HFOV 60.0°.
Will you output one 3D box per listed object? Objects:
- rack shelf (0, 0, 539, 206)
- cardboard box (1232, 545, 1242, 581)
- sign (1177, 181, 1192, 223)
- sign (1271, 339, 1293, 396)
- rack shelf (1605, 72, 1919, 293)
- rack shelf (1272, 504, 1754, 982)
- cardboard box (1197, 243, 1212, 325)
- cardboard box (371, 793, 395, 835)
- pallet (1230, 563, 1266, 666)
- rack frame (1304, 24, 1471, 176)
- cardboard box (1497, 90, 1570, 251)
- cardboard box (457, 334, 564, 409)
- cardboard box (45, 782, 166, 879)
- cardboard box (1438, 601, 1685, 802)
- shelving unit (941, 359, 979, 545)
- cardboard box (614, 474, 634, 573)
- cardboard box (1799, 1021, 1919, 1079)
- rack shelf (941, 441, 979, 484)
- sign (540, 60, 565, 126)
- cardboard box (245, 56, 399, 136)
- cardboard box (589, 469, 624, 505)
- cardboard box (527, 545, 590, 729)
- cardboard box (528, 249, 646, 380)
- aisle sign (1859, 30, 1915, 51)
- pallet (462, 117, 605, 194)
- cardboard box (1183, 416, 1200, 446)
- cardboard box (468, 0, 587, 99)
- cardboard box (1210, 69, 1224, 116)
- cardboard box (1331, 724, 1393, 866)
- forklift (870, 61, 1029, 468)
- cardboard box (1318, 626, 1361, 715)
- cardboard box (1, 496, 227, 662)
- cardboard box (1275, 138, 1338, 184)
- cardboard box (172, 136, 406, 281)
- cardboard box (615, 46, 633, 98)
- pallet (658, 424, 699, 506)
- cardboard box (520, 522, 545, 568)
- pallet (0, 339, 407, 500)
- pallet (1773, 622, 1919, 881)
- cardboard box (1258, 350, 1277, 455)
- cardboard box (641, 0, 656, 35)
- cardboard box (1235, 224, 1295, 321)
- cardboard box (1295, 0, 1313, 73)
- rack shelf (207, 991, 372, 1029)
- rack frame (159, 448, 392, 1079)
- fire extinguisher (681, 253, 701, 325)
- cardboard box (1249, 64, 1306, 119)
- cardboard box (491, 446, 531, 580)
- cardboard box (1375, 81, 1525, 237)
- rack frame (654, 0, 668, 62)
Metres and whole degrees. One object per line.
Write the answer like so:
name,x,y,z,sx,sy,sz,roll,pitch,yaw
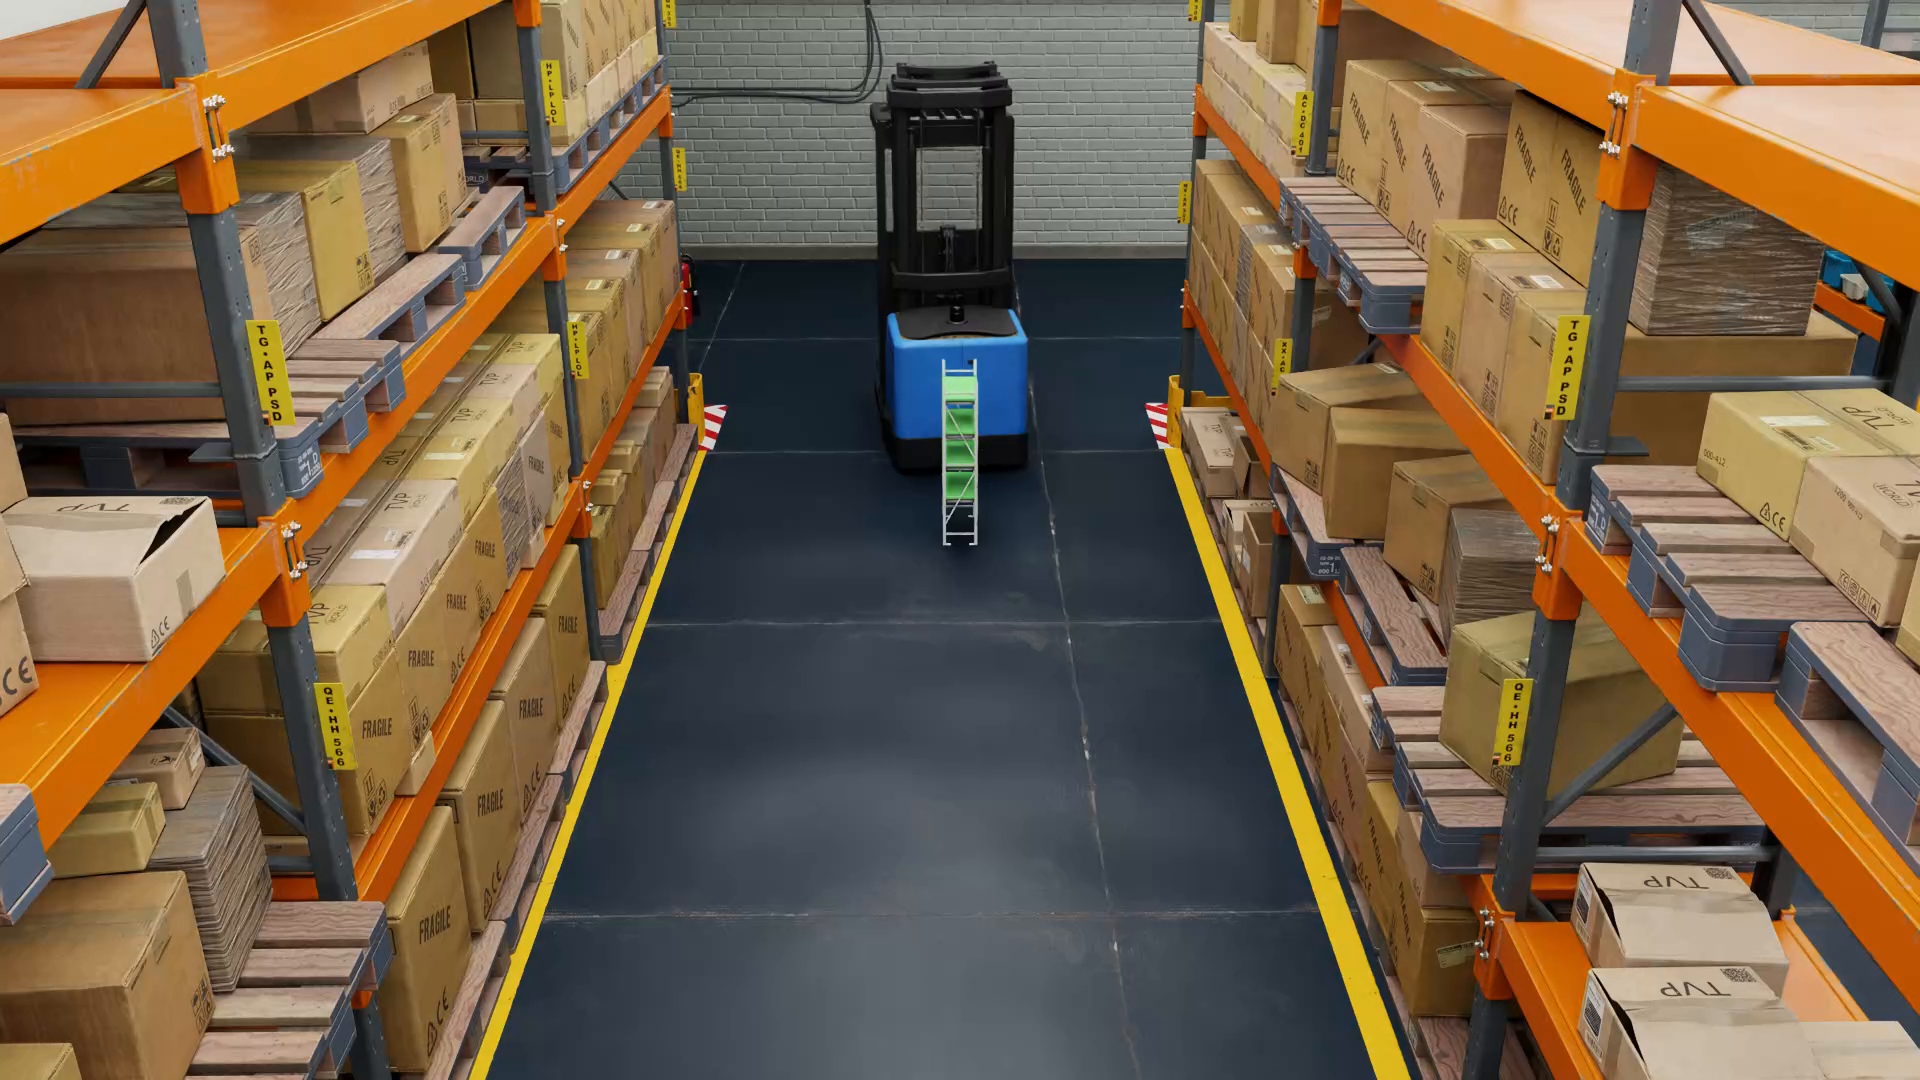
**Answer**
rack shelf,-2.612,-1.937,6.472,1.077,0.370,4.000,0,24,-1
cardboard box,1.965,0.149,10.707,0.380,0.149,0.250,0,24,-1
sign,1.733,-2.602,12.813,0.100,0.325,0.005,0,24,-1
sign,1.777,-0.951,9.162,0.100,0.325,0.005,0,24,-1
rack shelf,2.385,-0.313,2.880,1.077,0.370,4.000,0,24,-1
rack shelf,2.341,0.590,7.679,1.077,0.370,4.000,0,24,-1
cardboard box,2.028,-1.859,12.099,0.500,0.500,0.500,0,24,-1
cardboard box,-2.356,0.975,6.235,0.380,0.149,0.250,0,24,0
pallet,2.313,0.426,10.553,1.003,0.211,1.213,0,24,-1
rack frame,2.319,-3.295,8.116,1.000,3.000,0.127,0,24,-1
cardboard box,2.353,-1.382,6.190,0.500,0.500,0.500,0,24,-1
cardboard box,-2.373,-0.879,8.636,0.500,0.250,0.500,0,24,1
cardboard box,-2.538,0.843,4.804,0.380,0.149,0.250,-4,25,-9
cardboard box,2.243,0.590,6.174,0.700,0.500,0.500,-9,26,-18
shelving unit,-0.002,-0.615,11.654,0.258,1.200,0.503,0,24,-1
cardboard box,-2.542,-0.106,10.869,0.700,0.500,0.500,0,24,-1
cardboard box,2.649,1.570,4.943,0.380,0.149,0.250,0,24,-1
rack shelf,-0.002,-0.557,11.680,0.258,0.148,0.480,0,24,-1
sign,-2.092,-2.290,8.525,0.100,0.325,0.005,0,24,-1
cardboard box,-2.735,-1.902,7.110,0.500,0.250,0.500,-1,24,-2
cardboard box,-2.361,-0.337,10.591,0.380,0.149,0.250,1,24,1
cardboard box,-2.497,0.517,9.065,0.750,0.750,0.750,0,24,0
cardboard box,-2.644,-1.499,11.060,0.980,0.700,0.700,-1,24,-3
aisle sign,6.931,-3.444,12.570,0.394,0.787,0.004,0,24,-1
pallet,-2.632,-2.202,9.446,1.003,0.211,1.213,0,24,-1
cardboard box,1.939,-0.843,12.877,0.380,0.166,0.250,0,24,-1
cardboard box,-2.361,-2.710,9.103,0.500,0.500,0.500,0,24,-1
cardboard box,2.020,-3.090,11.483,0.500,0.250,0.500,0,24,-1
cardboard box,2.101,1.211,7.932,0.500,0.500,0.500,-1,24,-3
forklift,-0.146,-2.462,13.636,1.130,2.935,3.031,-3,24,-6
cardboard box,2.092,0.647,8.268,0.500,0.250,0.500,0,24,0
cardboard box,-2.313,0.070,4.398,0.500,0.311,0.500,0,24,-1
cardboard box,2.048,-2.060,9.206,0.500,0.250,0.500,0,24,-1
cardboard box,-2.722,-1.352,6.804,0.700,0.500,0.500,0,24,-1
cardboard box,-2.387,-2.992,10.637,0.500,0.250,0.500,-1,24,-2
pallet,-2.591,-0.587,12.791,1.003,0.211,1.213,0,24,-1
cardboard box,-2.301,0.025,8.336,0.380,0.149,0.250,0,24,-1
pallet,-2.650,-0.436,5.662,1.213,0.211,1.003,1,24,2
pallet,2.475,0.546,3.493,1.003,0.211,1.213,1,24,2
cardboard box,2.057,-0.812,9.785,0.500,0.500,0.500,0,24,0
cardboard box,-2.397,-3.763,11.431,0.500,0.500,0.500,0,24,-1
cardboard box,2.041,-1.689,10.510,0.500,0.500,0.500,0,24,0
cardboard box,2.401,-3.043,9.863,0.700,0.500,0.500,0,24,-1
rack shelf,-2.569,2.262,3.982,1.077,0.370,4.000,0,24,-1
rack frame,-2.590,1.110,5.656,1.000,3.000,0.127,0,24,-1
fire extinguisher,-2.218,-2.046,13.179,0.296,0.674,0.183,0,24,-1
cardboard box,2.037,-2.699,10.014,0.500,0.250,0.500,0,24,-1
cardboard box,-2.364,-0.122,7.873,0.500,0.500,0.500,0,24,0
cardboard box,2.281,-1.728,7.538,0.600,0.600,0.600,-1,24,-1
rack frame,-2.678,-4.920,11.708,1.000,3.000,0.127,0,24,-1
